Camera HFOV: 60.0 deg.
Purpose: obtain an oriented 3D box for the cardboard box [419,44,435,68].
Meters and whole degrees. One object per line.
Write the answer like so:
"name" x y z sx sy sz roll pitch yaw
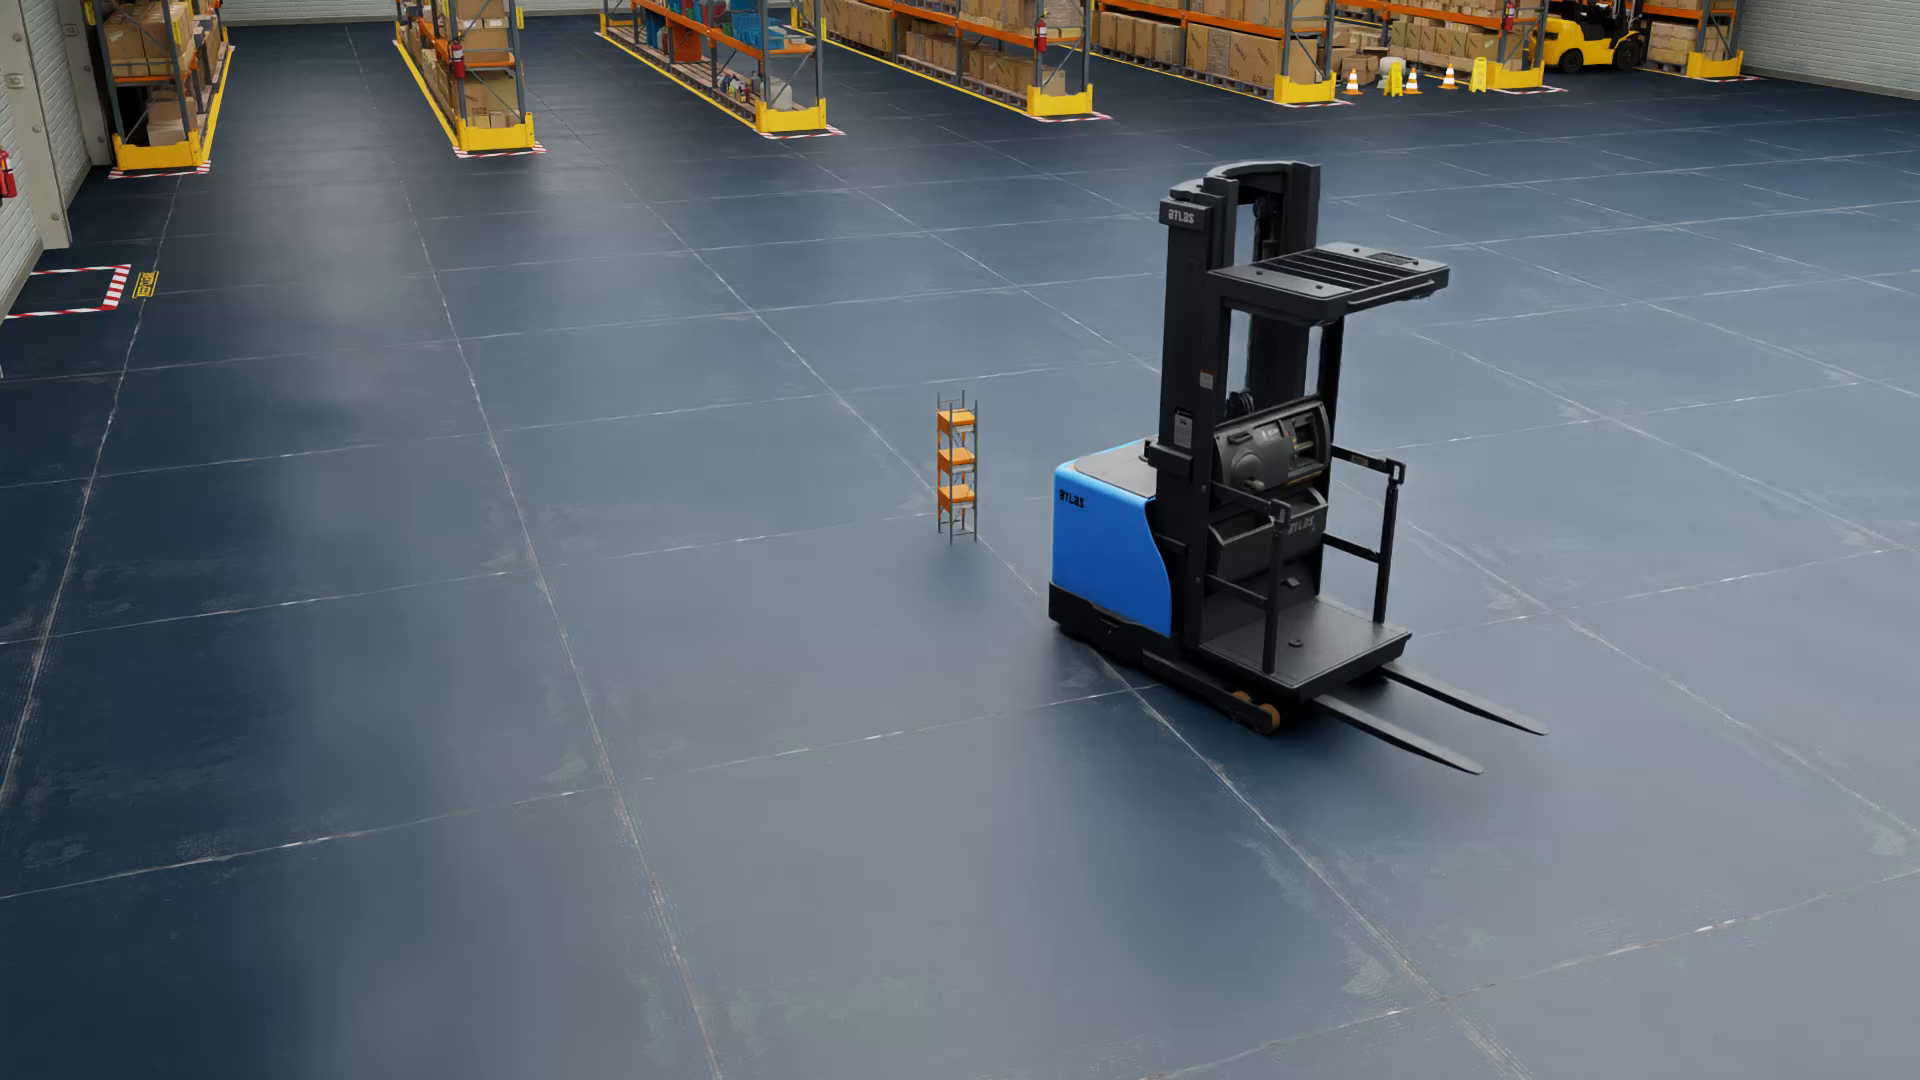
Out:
"cardboard box" -10.822 -9.968 34.190 0.500 0.500 0.500 -7 24 -17

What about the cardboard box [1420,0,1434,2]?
"cardboard box" 9.940 -11.495 34.650 0.500 0.500 0.500 -9 24 -19

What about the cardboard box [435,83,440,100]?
"cardboard box" -9.276 -8.193 30.327 0.500 0.250 0.500 -9 24 -20

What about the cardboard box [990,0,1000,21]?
"cardboard box" 1.064 -9.983 31.063 0.875 0.500 0.500 -8 24 -19

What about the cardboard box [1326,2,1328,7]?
"cardboard box" 10.571 -15.201 46.631 0.500 0.500 0.500 -8 24 -18

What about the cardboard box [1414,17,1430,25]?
"cardboard box" 9.808 -10.953 35.074 0.380 0.149 0.250 -7 24 -17

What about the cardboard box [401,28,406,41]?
"cardboard box" -12.818 -11.852 38.982 0.500 0.250 0.500 -8 24 -19

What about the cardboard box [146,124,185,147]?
"cardboard box" -12.239 -6.249 25.610 0.500 0.311 0.500 -11 25 -25

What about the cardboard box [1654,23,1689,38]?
"cardboard box" 15.096 -10.799 35.222 0.500 0.250 0.500 -8 24 -18

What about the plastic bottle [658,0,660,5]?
"plastic bottle" -6.387 -11.519 35.474 0.097 0.201 0.097 0 23 0

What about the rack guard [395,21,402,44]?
"rack guard" -13.071 -12.337 40.376 1.175 0.500 0.348 -8 24 -19

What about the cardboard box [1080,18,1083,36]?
"cardboard box" 3.016 -12.045 39.144 0.500 0.500 0.500 -7 24 -17

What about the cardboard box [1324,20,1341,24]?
"cardboard box" 8.458 -12.103 39.446 0.950 0.372 0.625 -10 25 -23

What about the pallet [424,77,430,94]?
"pallet" -10.017 -9.020 32.879 1.003 0.211 1.213 -8 24 -19

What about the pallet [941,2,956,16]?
"pallet" 0.276 -10.723 33.576 1.003 0.211 1.213 -8 24 -19

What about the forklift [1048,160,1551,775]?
"forklift" 1.890 -0.498 9.157 1.130 2.935 3.031 -18 29 -37

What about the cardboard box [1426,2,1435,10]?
"cardboard box" 9.936 -11.133 34.626 0.380 0.149 0.250 -8 24 -19

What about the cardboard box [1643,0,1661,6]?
"cardboard box" 14.961 -11.667 35.441 0.500 0.500 0.500 -9 24 -20

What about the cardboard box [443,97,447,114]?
"cardboard box" -8.635 -7.508 28.700 0.500 0.250 0.500 -8 24 -19

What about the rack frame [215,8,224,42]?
"rack frame" -17.731 -12.835 38.341 1.000 3.000 0.127 -8 24 -19

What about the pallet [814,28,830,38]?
"pallet" -3.046 -12.867 42.006 1.003 0.211 1.213 -8 24 -19

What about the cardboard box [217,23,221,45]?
"cardboard box" -17.390 -11.636 38.174 0.700 0.500 0.500 -8 24 -19

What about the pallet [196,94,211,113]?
"pallet" -14.203 -7.917 30.261 1.003 0.211 1.213 -8 24 -19

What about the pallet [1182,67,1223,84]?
"pallet" 5.282 -9.586 34.221 1.003 0.211 1.213 -8 24 -19

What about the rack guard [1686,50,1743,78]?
"rack guard" 15.745 -9.942 34.695 1.175 0.500 0.348 -8 24 -19

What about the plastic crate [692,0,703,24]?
"plastic crate" -4.904 -10.185 32.073 0.392 0.384 0.575 -8 24 -19

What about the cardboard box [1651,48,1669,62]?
"cardboard box" 15.108 -10.338 35.416 0.500 0.250 0.500 -8 24 -19

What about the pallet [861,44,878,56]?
"pallet" -1.638 -11.422 38.577 1.003 0.211 1.213 -8 24 -19

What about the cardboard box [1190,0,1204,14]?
"cardboard box" 5.228 -11.094 34.017 0.875 0.550 0.550 -8 24 -19

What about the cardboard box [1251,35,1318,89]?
"cardboard box" 6.198 -9.156 31.806 0.875 0.875 0.875 -8 24 -19

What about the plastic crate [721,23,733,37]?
"plastic crate" -4.008 -9.205 30.000 0.450 0.188 0.662 -8 24 -19

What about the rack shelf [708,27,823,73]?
"rack shelf" -3.517 -8.776 29.636 1.077 0.370 4.000 -8 24 -19

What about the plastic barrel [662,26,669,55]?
"plastic barrel" -6.224 -10.956 36.446 0.600 0.588 0.708 -8 24 -19

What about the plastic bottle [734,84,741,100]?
"plastic bottle" -3.982 -8.081 30.002 0.152 0.276 0.135 -9 24 -20

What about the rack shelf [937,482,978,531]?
"rack shelf" -0.019 -0.237 11.704 0.215 0.259 0.240 -8 24 -19

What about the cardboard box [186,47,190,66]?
"cardboard box" -12.325 -7.555 25.981 0.500 0.250 0.500 -9 24 -20

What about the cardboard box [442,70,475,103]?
"cardboard box" -8.456 -7.672 28.124 0.500 0.500 0.500 -8 24 -19

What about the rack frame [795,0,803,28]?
"rack frame" -3.829 -14.874 43.178 1.000 3.000 0.127 -8 24 -19

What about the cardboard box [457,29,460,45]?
"cardboard box" -7.789 -8.110 27.001 0.700 0.500 0.500 -8 24 -18

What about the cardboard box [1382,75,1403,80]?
"cardboard box" 8.742 -9.305 33.636 0.380 0.149 0.250 4 23 9

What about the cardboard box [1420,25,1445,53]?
"cardboard box" 10.019 -10.513 34.864 0.500 0.500 0.500 -7 24 -16

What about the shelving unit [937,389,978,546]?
"shelving unit" -0.019 -0.503 11.592 0.215 1.050 0.252 -8 24 -19

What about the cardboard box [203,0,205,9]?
"cardboard box" -15.187 -10.704 32.748 0.500 0.500 0.500 -8 24 -19

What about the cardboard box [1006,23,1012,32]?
"cardboard box" 1.073 -9.472 30.684 0.380 0.149 0.250 -8 24 -19

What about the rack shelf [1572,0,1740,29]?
"rack shelf" 15.030 -11.498 36.094 1.077 0.370 4.000 -8 24 -19

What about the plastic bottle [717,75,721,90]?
"plastic bottle" -4.521 -8.604 31.248 0.097 0.271 0.097 0 23 0

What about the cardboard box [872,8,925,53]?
"cardboard box" -1.227 -11.435 37.214 1.225 0.875 0.875 -10 25 -21

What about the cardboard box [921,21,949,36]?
"cardboard box" -0.541 -10.933 35.514 0.500 0.250 0.500 -6 23 -13

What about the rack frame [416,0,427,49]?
"rack frame" -10.272 -10.609 33.060 1.000 3.000 0.127 -8 24 -19

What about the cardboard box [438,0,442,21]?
"cardboard box" -9.478 -9.857 31.145 0.500 0.500 0.500 -8 24 -19

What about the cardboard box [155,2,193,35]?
"cardboard box" -13.035 -8.631 27.568 0.500 0.500 0.500 -8 24 -19

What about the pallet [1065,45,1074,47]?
"pallet" 2.971 -12.053 40.075 1.003 0.211 1.213 -8 24 -19
